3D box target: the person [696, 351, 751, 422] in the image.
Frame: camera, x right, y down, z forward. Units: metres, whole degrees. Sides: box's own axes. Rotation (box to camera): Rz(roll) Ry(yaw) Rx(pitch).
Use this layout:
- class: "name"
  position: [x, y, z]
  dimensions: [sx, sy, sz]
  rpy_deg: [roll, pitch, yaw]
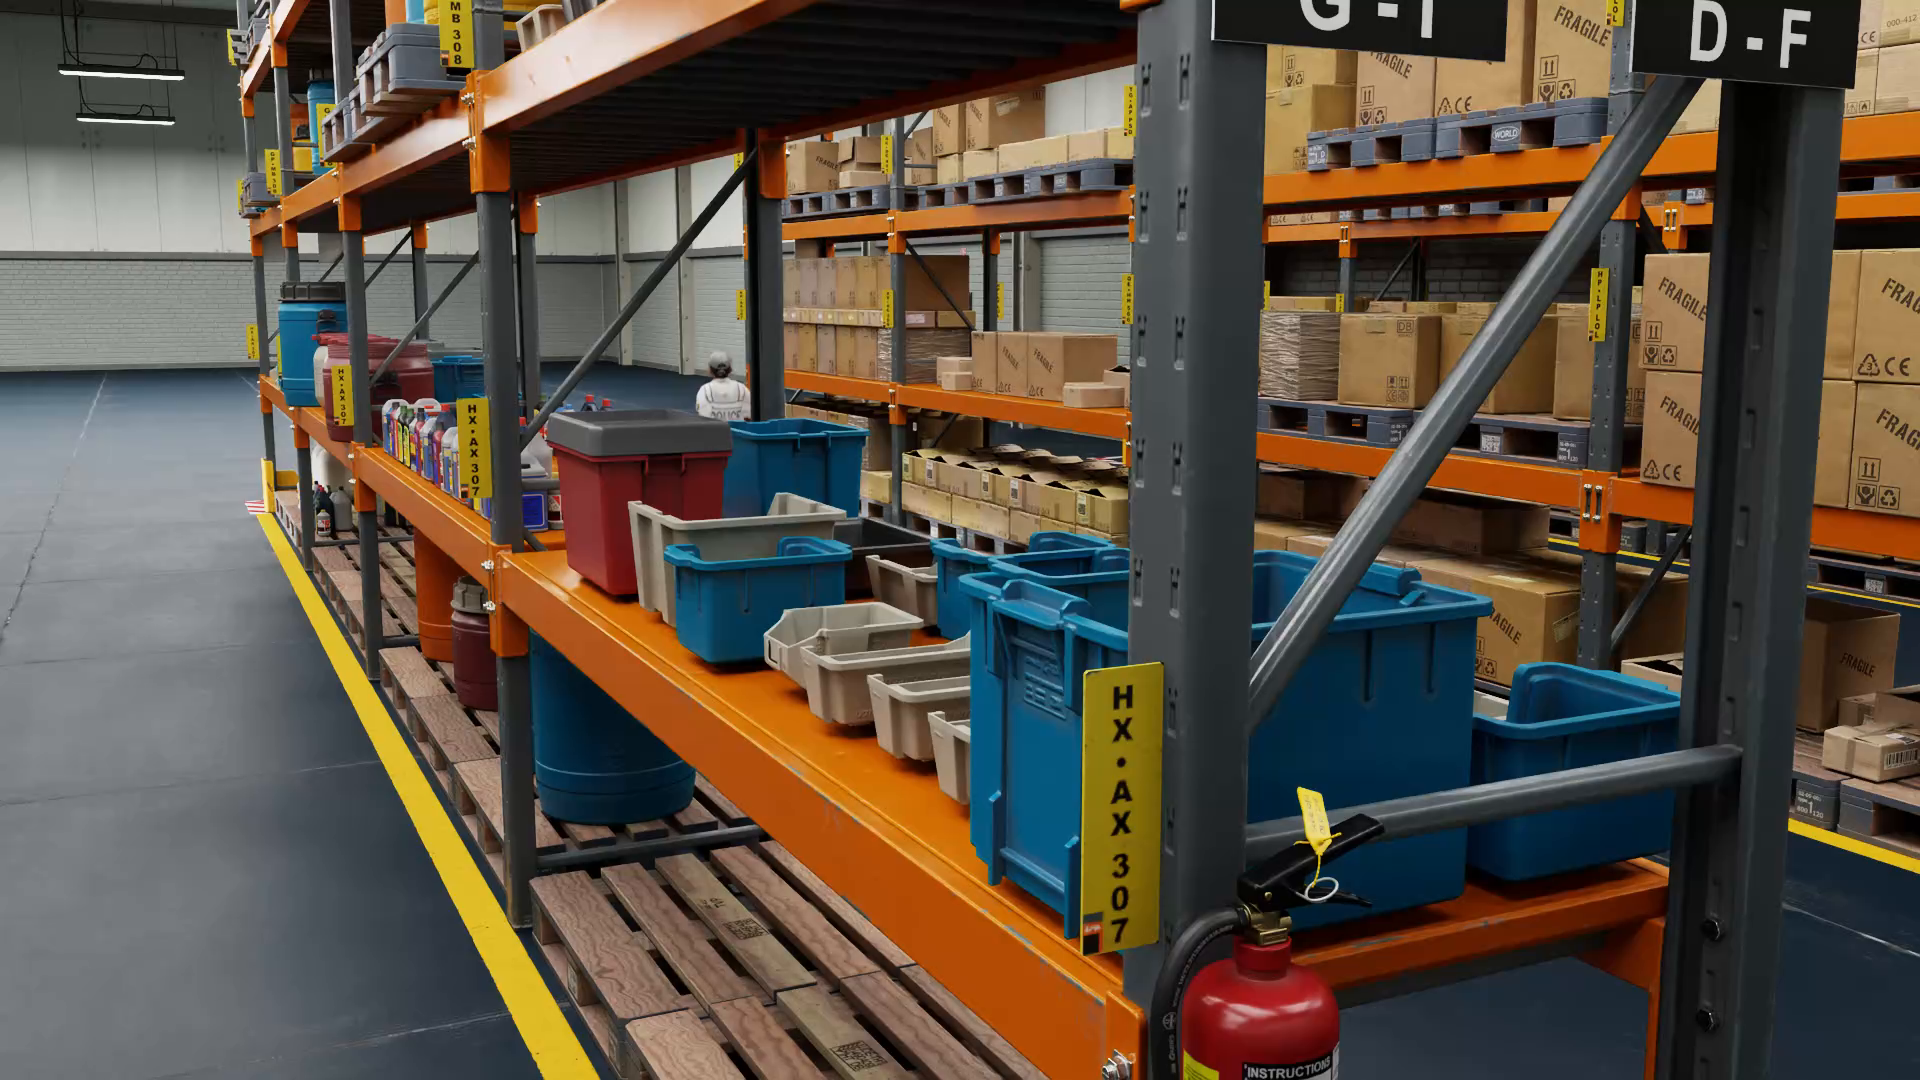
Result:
- class: "person"
  position: [-1.907, -0.712, 13.459]
  dimensions: [0.494, 1.632, 0.782]
  rpy_deg: [-3, 9, -19]
